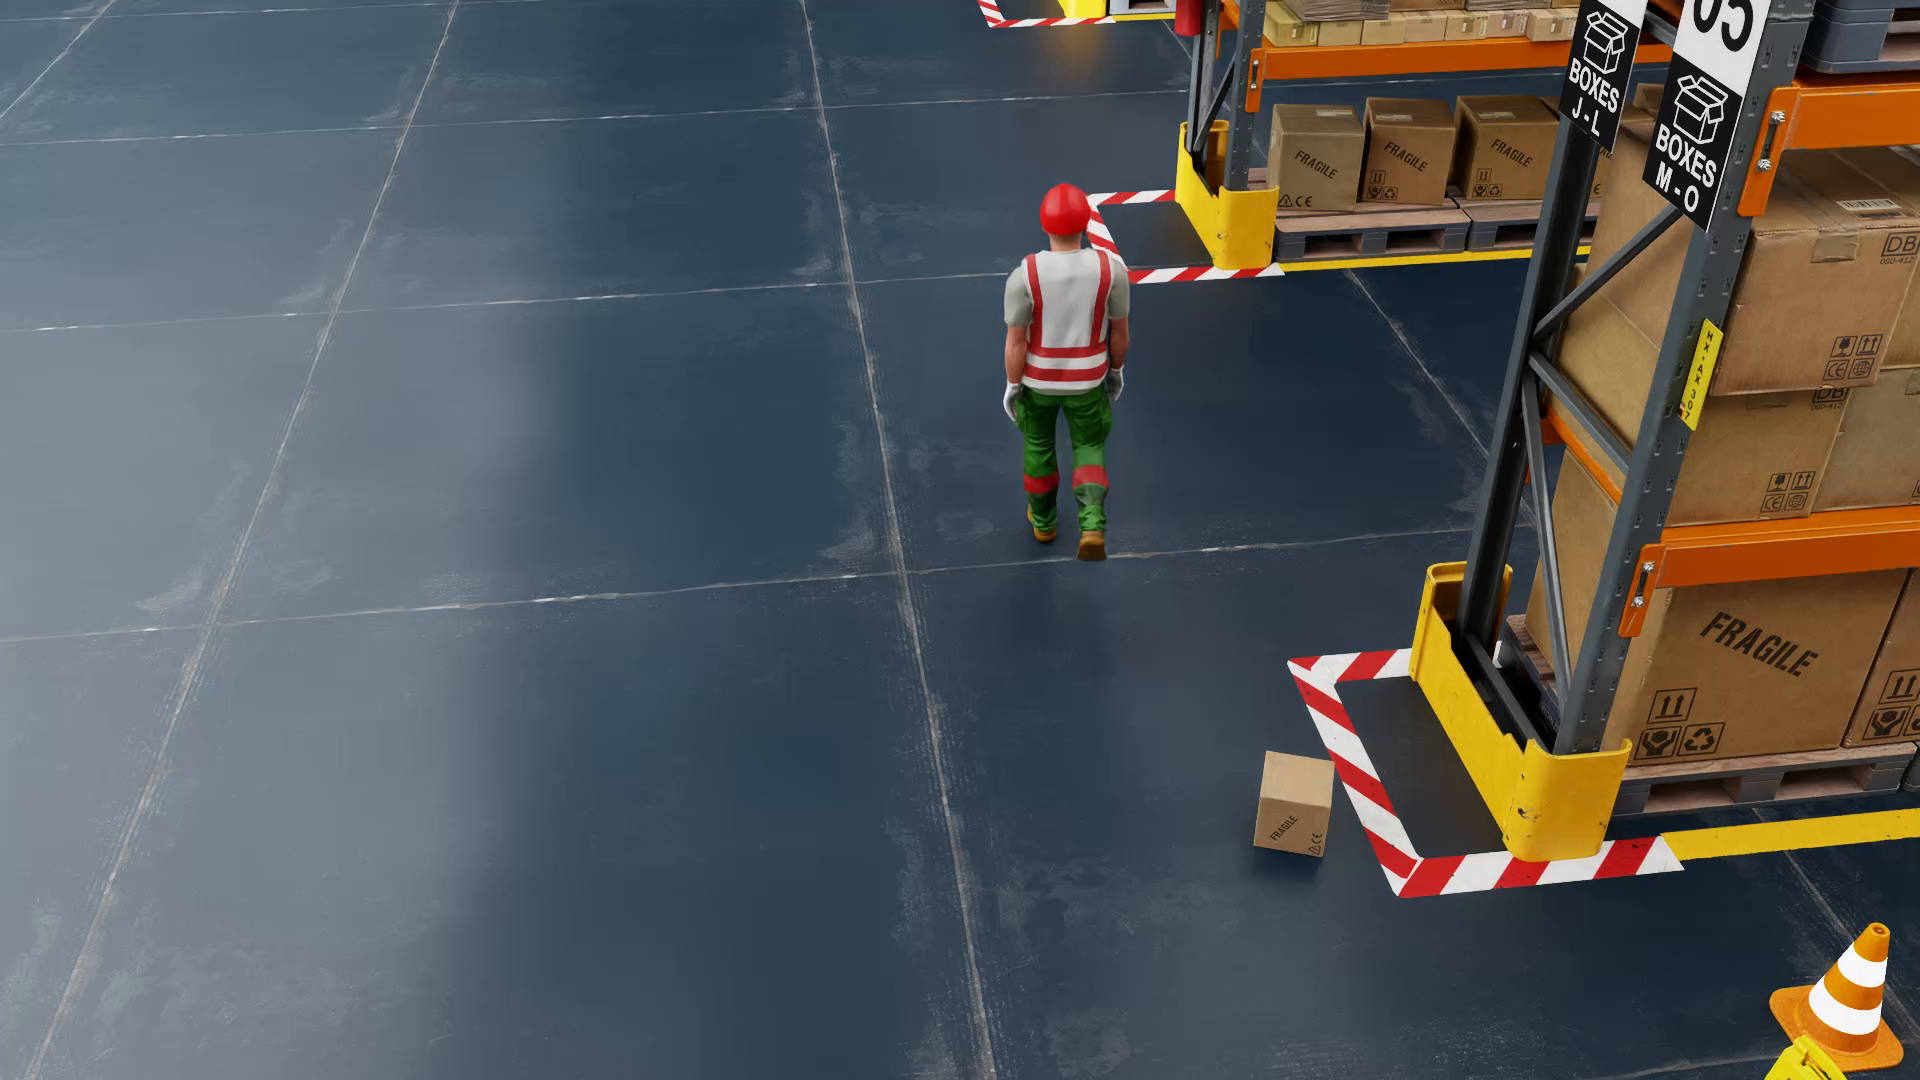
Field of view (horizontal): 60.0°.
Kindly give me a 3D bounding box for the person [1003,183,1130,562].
[{"bbox_3d":[0.448,-0.679,7.089,0.537,1.771,0.745,-2,35,-3],"label":"person"}]
